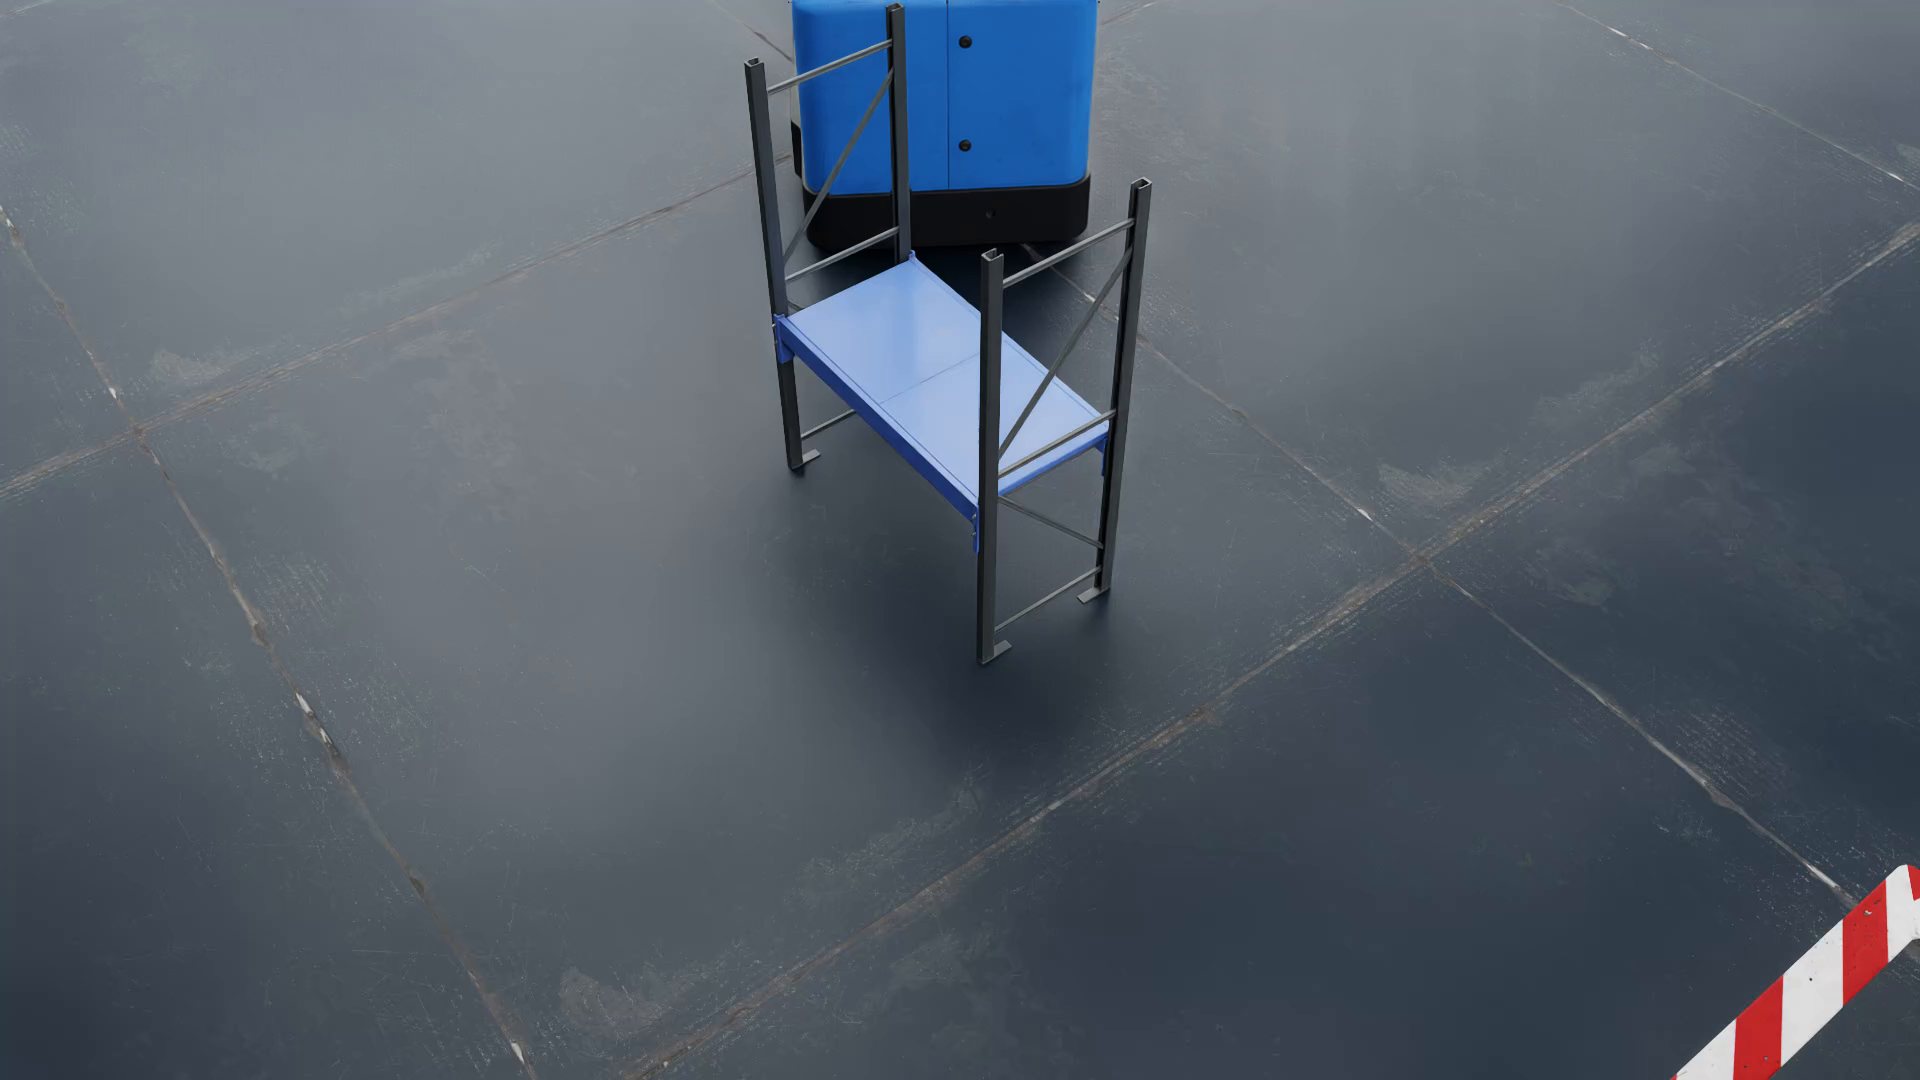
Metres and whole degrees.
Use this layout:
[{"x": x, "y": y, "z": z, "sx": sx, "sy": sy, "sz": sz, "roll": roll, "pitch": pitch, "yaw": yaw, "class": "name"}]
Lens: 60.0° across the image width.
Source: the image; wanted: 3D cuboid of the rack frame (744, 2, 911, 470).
[{"x": -0.359, "y": -0.854, "z": 5.012, "sx": 0.500, "sy": 1.500, "sz": 0.032, "roll": -29, "pitch": 54, "yaw": -24, "class": "rack frame"}]

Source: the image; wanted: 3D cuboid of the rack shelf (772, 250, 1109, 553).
[{"x": -0.052, "y": -0.433, "z": 4.873, "sx": 0.538, "sy": 0.185, "sz": 1.000, "roll": -29, "pitch": 54, "yaw": -24, "class": "rack shelf"}]

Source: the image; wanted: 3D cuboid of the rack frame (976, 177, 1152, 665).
[{"x": 0.256, "y": -0.254, "z": 4.468, "sx": 0.500, "sy": 1.500, "sz": 0.032, "roll": -29, "pitch": 54, "yaw": -24, "class": "rack frame"}]

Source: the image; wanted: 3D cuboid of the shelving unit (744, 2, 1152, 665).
[{"x": -0.052, "y": -0.554, "z": 4.740, "sx": 0.538, "sy": 1.500, "sz": 1.048, "roll": -29, "pitch": 54, "yaw": -24, "class": "shelving unit"}]

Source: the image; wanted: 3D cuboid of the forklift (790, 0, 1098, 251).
[{"x": -0.152, "y": -3.140, "z": 6.119, "sx": 1.130, "sy": 2.935, "sz": 3.031, "roll": -3, "pitch": 48, "yaw": -3, "class": "forklift"}]
